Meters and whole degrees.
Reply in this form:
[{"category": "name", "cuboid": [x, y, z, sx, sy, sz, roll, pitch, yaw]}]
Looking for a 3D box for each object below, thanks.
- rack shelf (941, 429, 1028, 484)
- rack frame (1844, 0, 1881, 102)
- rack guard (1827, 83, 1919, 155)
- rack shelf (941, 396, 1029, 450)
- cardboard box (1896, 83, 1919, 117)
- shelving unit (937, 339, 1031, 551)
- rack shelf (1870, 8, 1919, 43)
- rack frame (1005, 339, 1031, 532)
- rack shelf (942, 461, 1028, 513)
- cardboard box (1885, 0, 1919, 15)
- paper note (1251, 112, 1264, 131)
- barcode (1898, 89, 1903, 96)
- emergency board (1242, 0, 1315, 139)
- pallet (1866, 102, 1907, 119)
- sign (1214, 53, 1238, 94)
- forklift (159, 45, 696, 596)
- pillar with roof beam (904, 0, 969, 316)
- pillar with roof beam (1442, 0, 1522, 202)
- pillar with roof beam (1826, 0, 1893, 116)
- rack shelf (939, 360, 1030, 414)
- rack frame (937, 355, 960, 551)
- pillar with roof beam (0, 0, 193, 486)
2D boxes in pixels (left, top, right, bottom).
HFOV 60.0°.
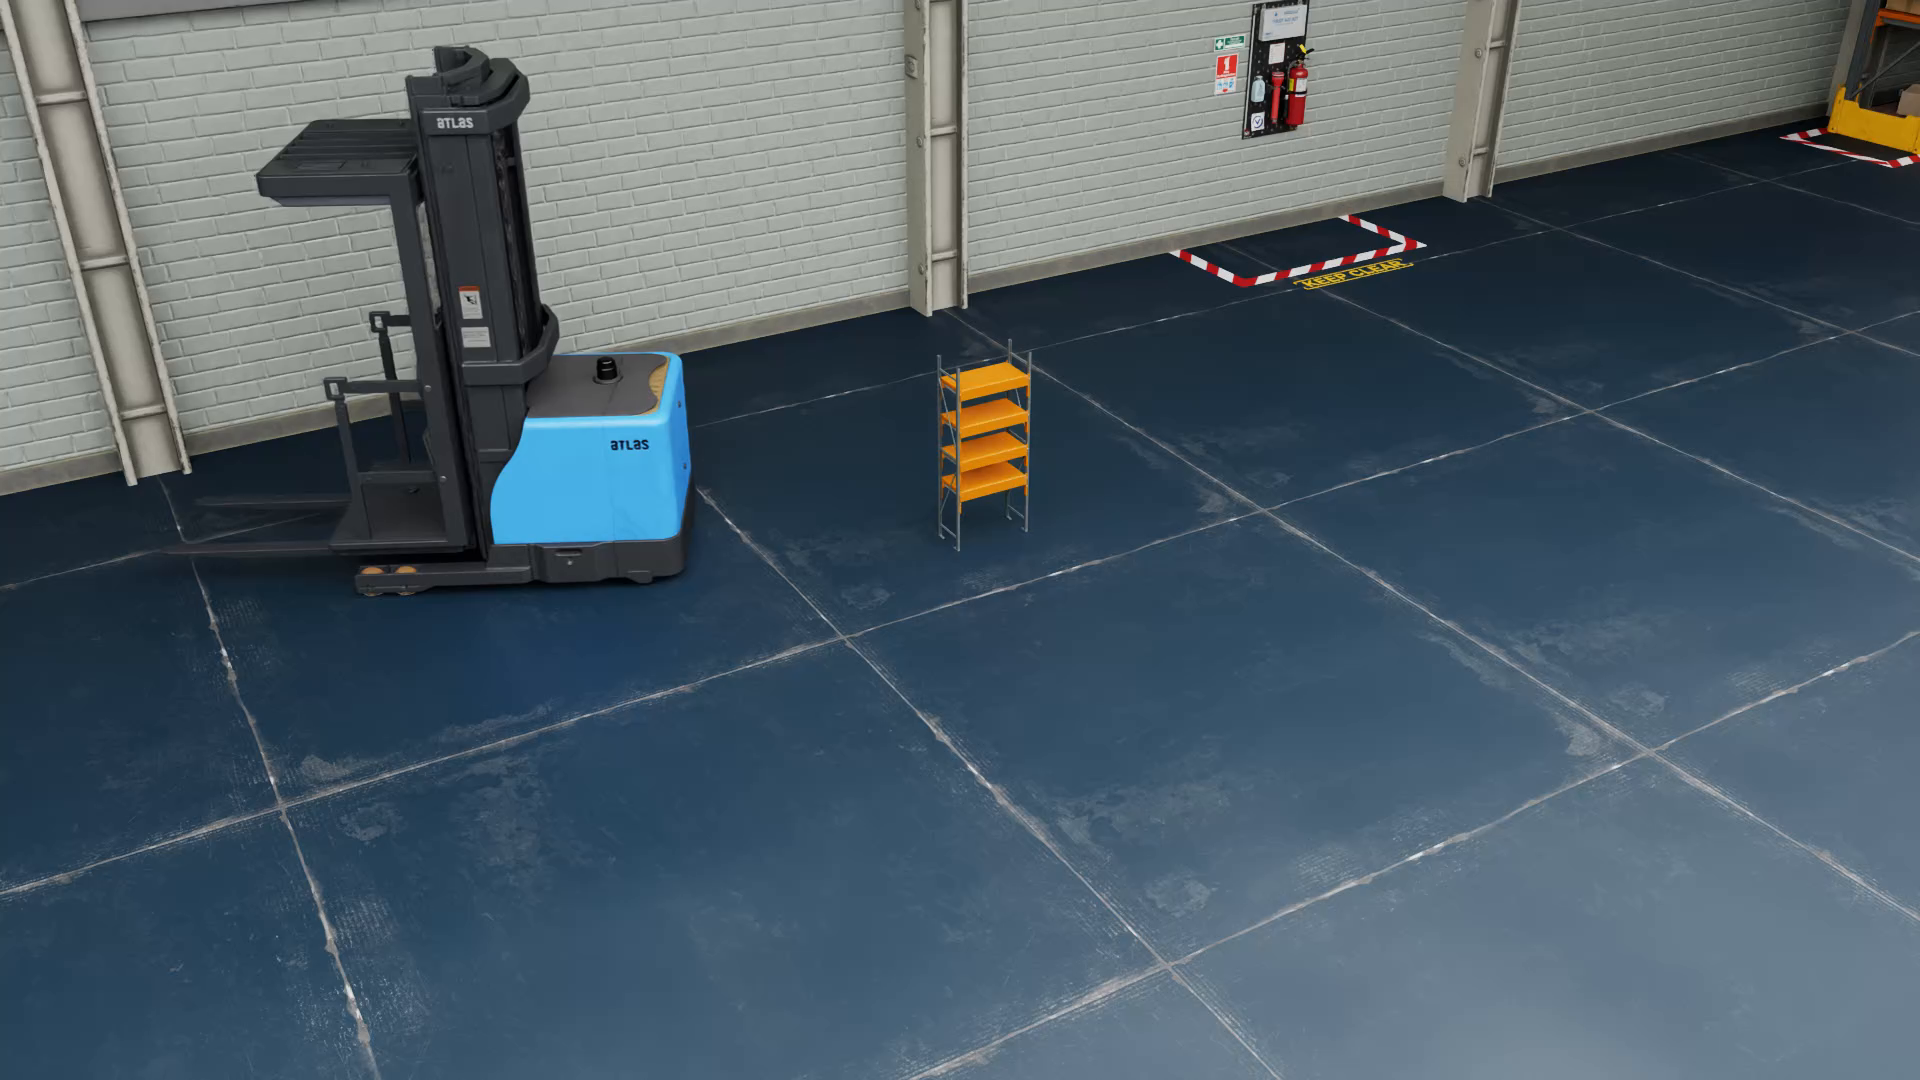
[{"category": "rack shelf", "cuboid": [0.143, -0.507, 10.066, 0.480, 0.148, 0.258, -16, 33, -26]}, {"category": "rack frame", "cuboid": [10.000, -5.652, 17.388, 0.127, 3.000, 1.000, -16, 33, -26]}, {"category": "rack guard", "cuboid": [10.066, -4.577, 18.025, 0.348, 0.500, 1.175, -16, 33, -26]}, {"category": "rack shelf", "cuboid": [0.143, -0.703, 9.958, 0.480, 0.148, 0.258, -16, 33, -26]}, {"category": "cardboard box", "cuboid": [10.642, -4.800, 18.170, 0.500, 0.311, 0.500, -20, 35, -32]}, {"category": "shelving unit", "cuboid": [0.143, -0.566, 10.033, 0.503, 1.200, 0.258, -16, 33, -26]}, {"category": "rack shelf", "cuboid": [11.725, -5.827, 18.449, 4.000, 0.370, 1.077, -16, 33, -26]}, {"category": "rack frame", "cuboid": [0.353, -0.626, 10.142, 0.015, 1.200, 0.240, -16, 33, -26]}, {"category": "rack shelf", "cuboid": [0.143, -0.333, 10.162, 0.480, 0.148, 0.258, -16, 33, -26]}, {"category": "cardboard box", "cuboid": [10.305, -5.791, 17.773, 0.500, 0.250, 0.500, -15, 32, -26]}, {"category": "paper note", "cuboid": [2.655, -3.726, 14.809, 0.142, 0.148, 0.016, -16, 33, -26]}, {"category": "barcode", "cuboid": [10.455, -4.975, 18.478, 0.075, 0.075, 0.001, -16, 33, -26]}, {"category": "emergency board", "cuboid": [2.843, -4.126, 14.623, 0.643, 1.169, 0.194, -16, 33, -26]}, {"category": "pallet", "cuboid": [10.784, -4.634, 18.429, 1.213, 0.211, 1.003, -16, 33, -26]}, {"category": "sign", "cuboid": [2.314, -4.050, 14.447, 0.234, 0.329, 0.001, -16, 33, -26]}, {"category": "forklift", "cuboid": [-3.161, -1.220, 9.427, 3.031, 2.935, 1.130, -2, 29, -3]}, {"category": "pillar with roof beam", "cuboid": [2.001, -4.080, 8.329, 0.400, 9.000, 9.100, -16, 33, -26]}, {"category": "pillar with roof beam", "cuboid": [7.174, -5.549, 10.991, 0.400, 9.000, 9.100, -16, 33, -26]}, {"category": "pillar with roof beam", "cuboid": [12.347, -7.017, 13.652, 0.400, 9.000, 9.100, -16, 33, -26]}, {"category": "rack shelf", "cuboid": [0.143, -0.910, 9.844, 0.480, 0.148, 0.258, -16, 33, -26]}, {"category": "rack frame", "cuboid": [-0.068, -0.506, 9.925, 0.015, 1.200, 0.240, -16, 33, -26]}, {"category": "pillar with roof beam", "cuboid": [-3.172, -2.611, 5.668, 0.400, 9.000, 9.100, -16, 33, -26]}]
